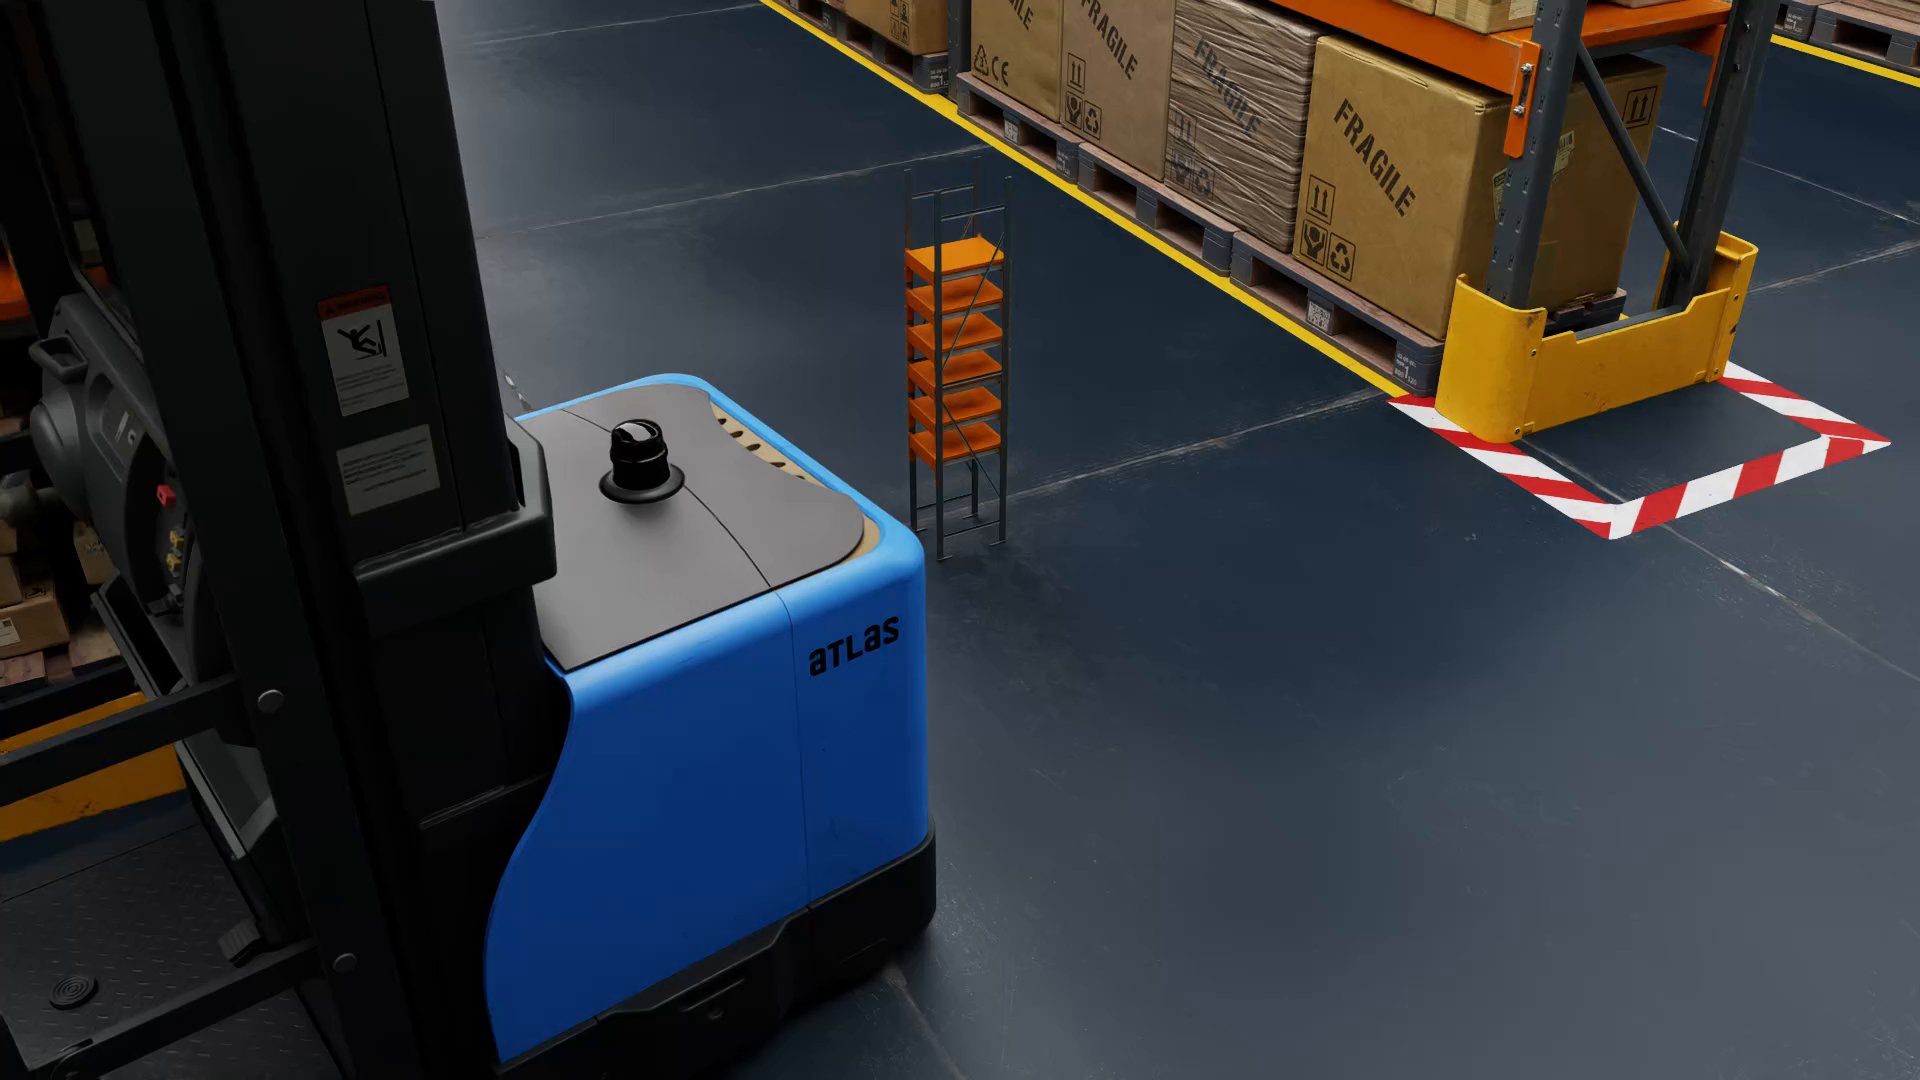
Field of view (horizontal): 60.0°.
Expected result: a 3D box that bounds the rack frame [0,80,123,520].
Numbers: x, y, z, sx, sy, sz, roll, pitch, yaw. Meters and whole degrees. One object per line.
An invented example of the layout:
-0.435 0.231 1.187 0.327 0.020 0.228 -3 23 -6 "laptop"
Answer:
-2.163 -0.624 3.444 1.000 3.000 0.127 -16 36 -23 "rack frame"

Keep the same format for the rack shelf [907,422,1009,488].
-0.007 -0.273 5.091 0.258 0.103 0.180 -16 36 -23 "rack shelf"

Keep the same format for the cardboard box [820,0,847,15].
-0.327 -3.741 9.890 1.225 0.875 0.875 -17 36 -25 "cardboard box"

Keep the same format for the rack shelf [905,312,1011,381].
-0.007 -0.576 4.896 0.258 0.103 0.180 -16 36 -23 "rack shelf"

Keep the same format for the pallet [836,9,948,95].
-0.020 -2.908 9.593 1.003 0.211 1.213 -16 36 -23 "pallet"

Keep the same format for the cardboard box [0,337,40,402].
-3.312 -0.540 5.566 0.380 0.149 0.250 -15 36 -22 "cardboard box"

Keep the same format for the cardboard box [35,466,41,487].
-2.976 -0.159 4.971 0.380 0.149 0.250 -15 36 -23 "cardboard box"

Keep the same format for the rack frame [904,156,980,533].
-0.049 -0.556 5.005 0.240 1.200 0.006 -16 36 -23 "rack frame"

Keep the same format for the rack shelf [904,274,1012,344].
-0.007 -0.677 4.832 0.258 0.103 0.180 -16 36 -23 "rack shelf"

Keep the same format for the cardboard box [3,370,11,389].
-3.260 -0.401 5.348 0.380 0.149 0.250 -15 36 -22 "cardboard box"

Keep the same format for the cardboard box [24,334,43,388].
-2.845 -0.652 5.464 0.380 0.149 0.250 -14 35 -21 "cardboard box"

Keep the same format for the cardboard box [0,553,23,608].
-2.662 0.094 4.301 0.380 0.149 0.250 -17 36 -24 "cardboard box"

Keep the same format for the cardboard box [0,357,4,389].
-3.262 -0.525 5.266 0.380 0.149 0.250 -14 35 -21 "cardboard box"

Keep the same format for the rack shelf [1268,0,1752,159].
1.339 -2.475 7.000 1.077 0.370 4.000 -16 36 -23 "rack shelf"

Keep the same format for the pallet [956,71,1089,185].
0.692 -2.176 8.451 1.003 0.211 1.213 -16 36 -23 "pallet"

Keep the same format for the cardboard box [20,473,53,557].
-2.850 -0.045 4.792 0.380 0.149 0.250 -16 36 -23 "cardboard box"

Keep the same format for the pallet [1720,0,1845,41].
5.165 -3.463 10.460 1.003 0.211 1.213 -16 36 -23 "pallet"

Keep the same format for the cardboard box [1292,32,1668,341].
1.902 -1.391 6.221 0.875 0.875 0.875 -16 36 -23 "cardboard box"

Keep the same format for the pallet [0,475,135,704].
-2.546 0.117 4.872 1.003 0.211 1.213 -16 36 -23 "pallet"

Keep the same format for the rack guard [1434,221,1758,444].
2.283 -0.760 5.972 1.175 0.500 0.348 -16 36 -23 "rack guard"

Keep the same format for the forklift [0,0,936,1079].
-1.535 -0.056 2.620 3.031 2.935 1.130 -22 39 -31 "forklift"

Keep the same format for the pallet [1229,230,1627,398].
1.830 -1.011 6.633 1.003 0.211 1.213 -16 36 -23 "pallet"

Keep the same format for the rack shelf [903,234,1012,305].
-0.007 -0.778 4.767 0.258 0.103 0.180 -16 36 -23 "rack shelf"

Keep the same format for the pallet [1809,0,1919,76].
5.738 -2.880 9.550 1.003 0.211 1.213 -16 36 -23 "pallet"

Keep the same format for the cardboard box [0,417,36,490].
-2.701 -0.175 4.444 0.380 0.149 0.250 -15 36 -22 "cardboard box"

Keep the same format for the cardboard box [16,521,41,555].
-2.736 -0.044 4.517 0.380 0.149 0.250 -17 36 -24 "cardboard box"

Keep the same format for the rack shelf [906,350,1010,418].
-0.007 -0.475 4.961 0.258 0.103 0.180 -16 36 -23 "rack shelf"

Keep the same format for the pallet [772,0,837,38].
-0.593 -3.491 10.503 1.003 0.211 1.213 -16 36 -23 "pallet"

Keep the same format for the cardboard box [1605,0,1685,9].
2.398 -1.970 5.778 0.380 0.149 0.250 -15 36 -23 "cardboard box"

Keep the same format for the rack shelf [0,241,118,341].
-3.096 -1.276 5.128 1.077 0.370 4.000 -16 36 -23 "rack shelf"

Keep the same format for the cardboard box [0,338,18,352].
-3.198 -0.674 5.223 0.380 0.149 0.250 -17 36 -25 "cardboard box"

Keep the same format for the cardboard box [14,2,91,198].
-2.128 -1.075 3.780 0.500 0.500 0.500 -14 35 -21 "cardboard box"

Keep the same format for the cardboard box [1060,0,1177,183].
1.063 -2.250 7.562 0.875 0.875 0.875 -16 36 -23 "cardboard box"

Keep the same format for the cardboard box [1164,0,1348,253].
1.478 -1.825 6.899 0.875 0.875 0.875 -16 36 -23 "cardboard box"

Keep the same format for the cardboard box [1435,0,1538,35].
1.814 -1.805 5.520 0.380 0.149 0.250 -15 36 -22 "cardboard box"

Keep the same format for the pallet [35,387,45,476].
-3.111 -0.465 5.780 1.003 0.211 1.213 -16 36 -23 "pallet"

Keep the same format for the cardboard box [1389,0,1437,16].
1.692 -1.929 5.713 0.380 0.149 0.250 -15 36 -23 "cardboard box"

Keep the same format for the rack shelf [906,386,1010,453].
-0.007 -0.374 5.026 0.258 0.103 0.180 -16 36 -23 "rack shelf"

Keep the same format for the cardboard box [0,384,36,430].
-2.940 -0.308 4.928 0.380 0.149 0.250 -16 36 -24 "cardboard box"

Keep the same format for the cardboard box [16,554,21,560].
-2.803 0.103 4.562 0.380 0.149 0.250 -15 35 -22 "cardboard box"

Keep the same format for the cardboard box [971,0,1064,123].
0.644 -2.680 8.232 0.875 0.875 0.875 -16 36 -23 "cardboard box"

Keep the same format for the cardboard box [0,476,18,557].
-2.634 -0.040 4.234 0.380 0.149 0.250 -15 36 -23 "cardboard box"

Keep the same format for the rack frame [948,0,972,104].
0.407 -3.733 8.296 1.000 3.000 0.127 -16 36 -23 "rack frame"

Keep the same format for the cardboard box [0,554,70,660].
-2.593 0.200 4.410 0.380 0.149 0.250 -15 36 -22 "cardboard box"

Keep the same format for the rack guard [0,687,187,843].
-2.199 0.392 4.175 1.175 0.500 0.348 -16 36 -23 "rack guard"

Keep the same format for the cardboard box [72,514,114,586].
-2.181 -0.041 4.511 0.380 0.149 0.250 -14 35 -21 "cardboard box"

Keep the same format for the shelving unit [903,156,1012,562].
-0.007 -0.512 4.937 0.258 1.200 0.189 -16 36 -23 "shelving unit"

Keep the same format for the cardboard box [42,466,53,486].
-2.342 -0.288 4.621 0.380 0.149 0.250 -15 36 -22 "cardboard box"

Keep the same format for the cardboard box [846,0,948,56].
0.090 -3.315 9.224 1.225 0.875 0.875 -16 36 -23 "cardboard box"

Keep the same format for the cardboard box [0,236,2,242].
-2.180 -0.867 4.055 0.380 0.149 0.250 -15 35 -21 "cardboard box"

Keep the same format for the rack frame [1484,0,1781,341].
2.272 -1.824 5.316 1.000 3.000 0.127 -16 36 -23 "rack frame"

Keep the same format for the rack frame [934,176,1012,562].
0.036 -0.468 4.869 0.240 1.200 0.006 -16 36 -23 "rack frame"

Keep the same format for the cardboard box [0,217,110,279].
-2.024 -0.756 3.882 0.380 0.149 0.250 -16 36 -23 "cardboard box"

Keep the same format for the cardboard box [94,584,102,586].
-2.319 -0.036 4.779 0.380 0.149 0.250 -16 36 -23 "cardboard box"

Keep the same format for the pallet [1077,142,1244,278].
1.265 -1.593 7.541 1.003 0.211 1.213 -16 36 -23 "pallet"

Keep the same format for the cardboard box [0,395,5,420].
-2.999 -0.406 4.805 0.380 0.149 0.250 -17 37 -25 "cardboard box"
